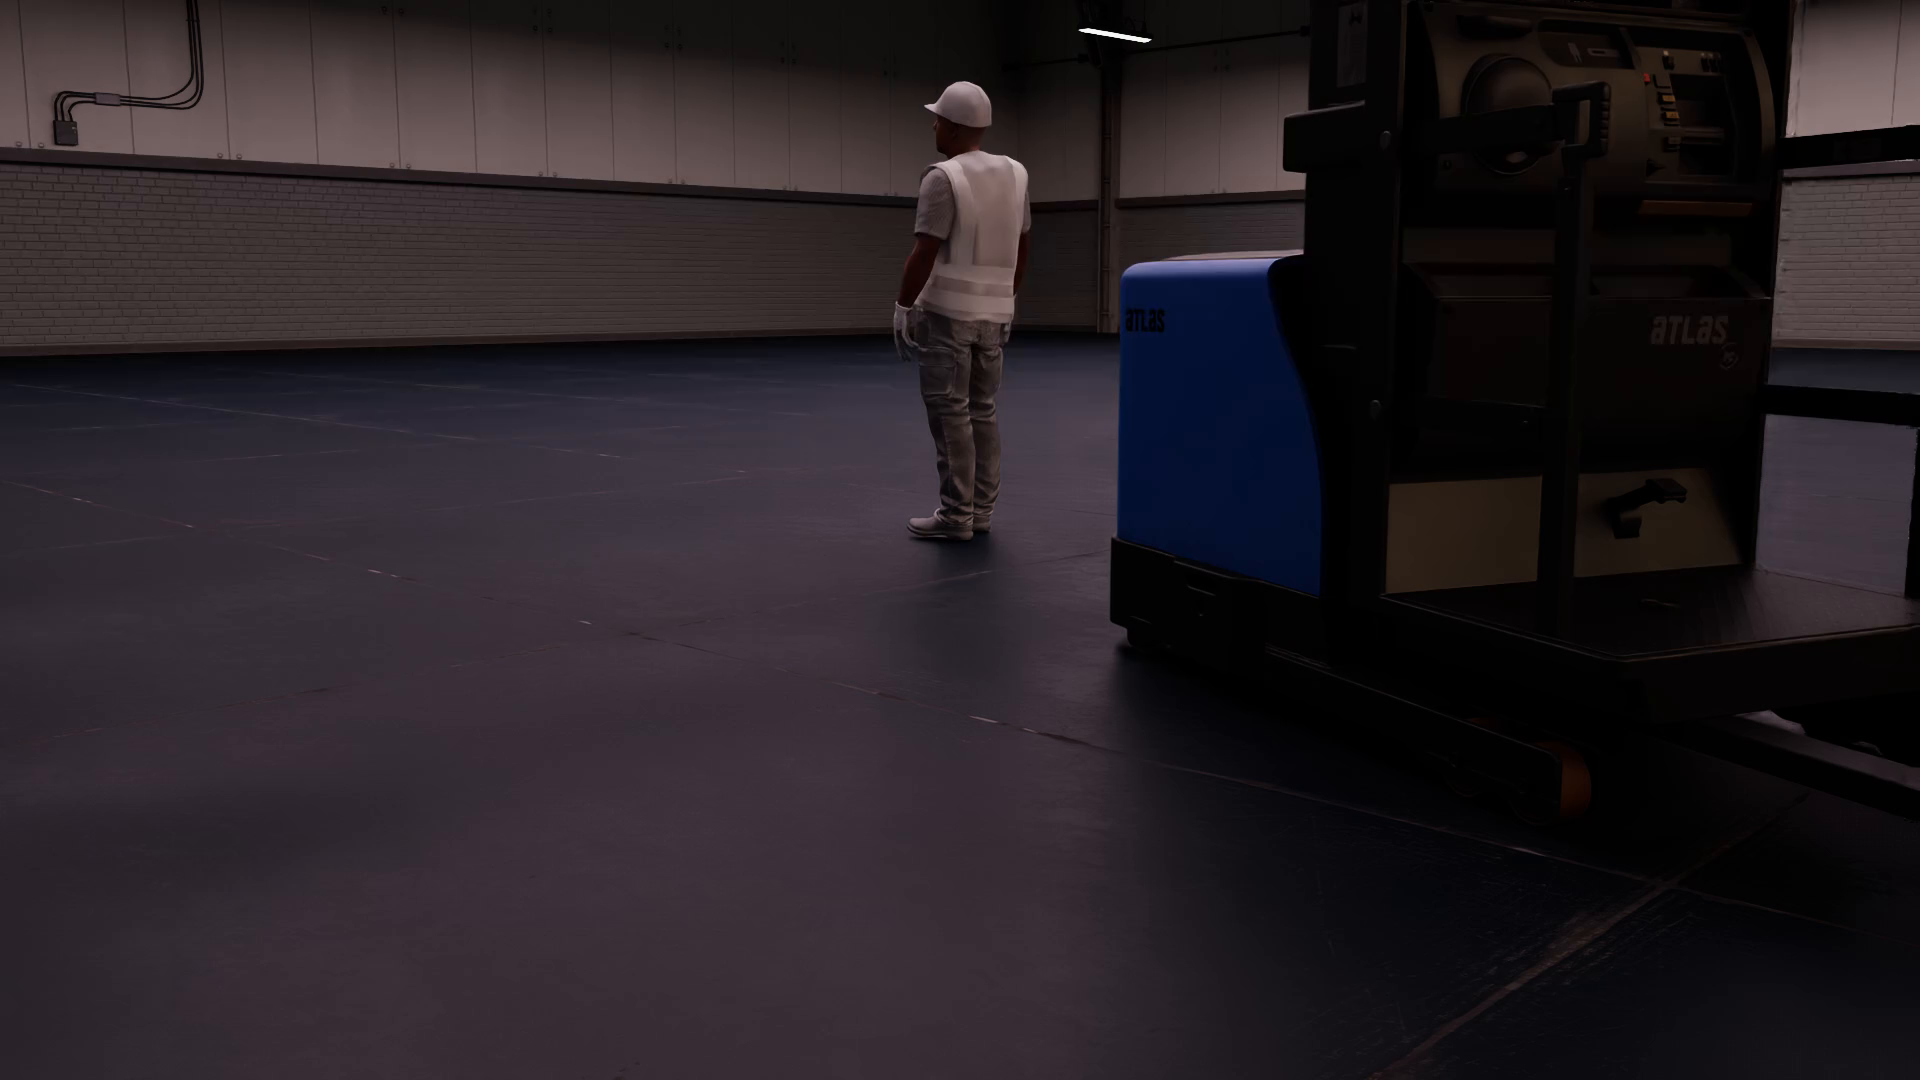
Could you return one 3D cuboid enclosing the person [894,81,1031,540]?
[{"bbox_3d":[-0.046,-0.898,6.639,0.575,1.785,0.657,8,12,43],"label":"person"}]

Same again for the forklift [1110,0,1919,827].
[{"bbox_3d":[1.461,-0.980,3.380,1.130,2.935,3.031,-4,9,-22],"label":"forklift"}]
